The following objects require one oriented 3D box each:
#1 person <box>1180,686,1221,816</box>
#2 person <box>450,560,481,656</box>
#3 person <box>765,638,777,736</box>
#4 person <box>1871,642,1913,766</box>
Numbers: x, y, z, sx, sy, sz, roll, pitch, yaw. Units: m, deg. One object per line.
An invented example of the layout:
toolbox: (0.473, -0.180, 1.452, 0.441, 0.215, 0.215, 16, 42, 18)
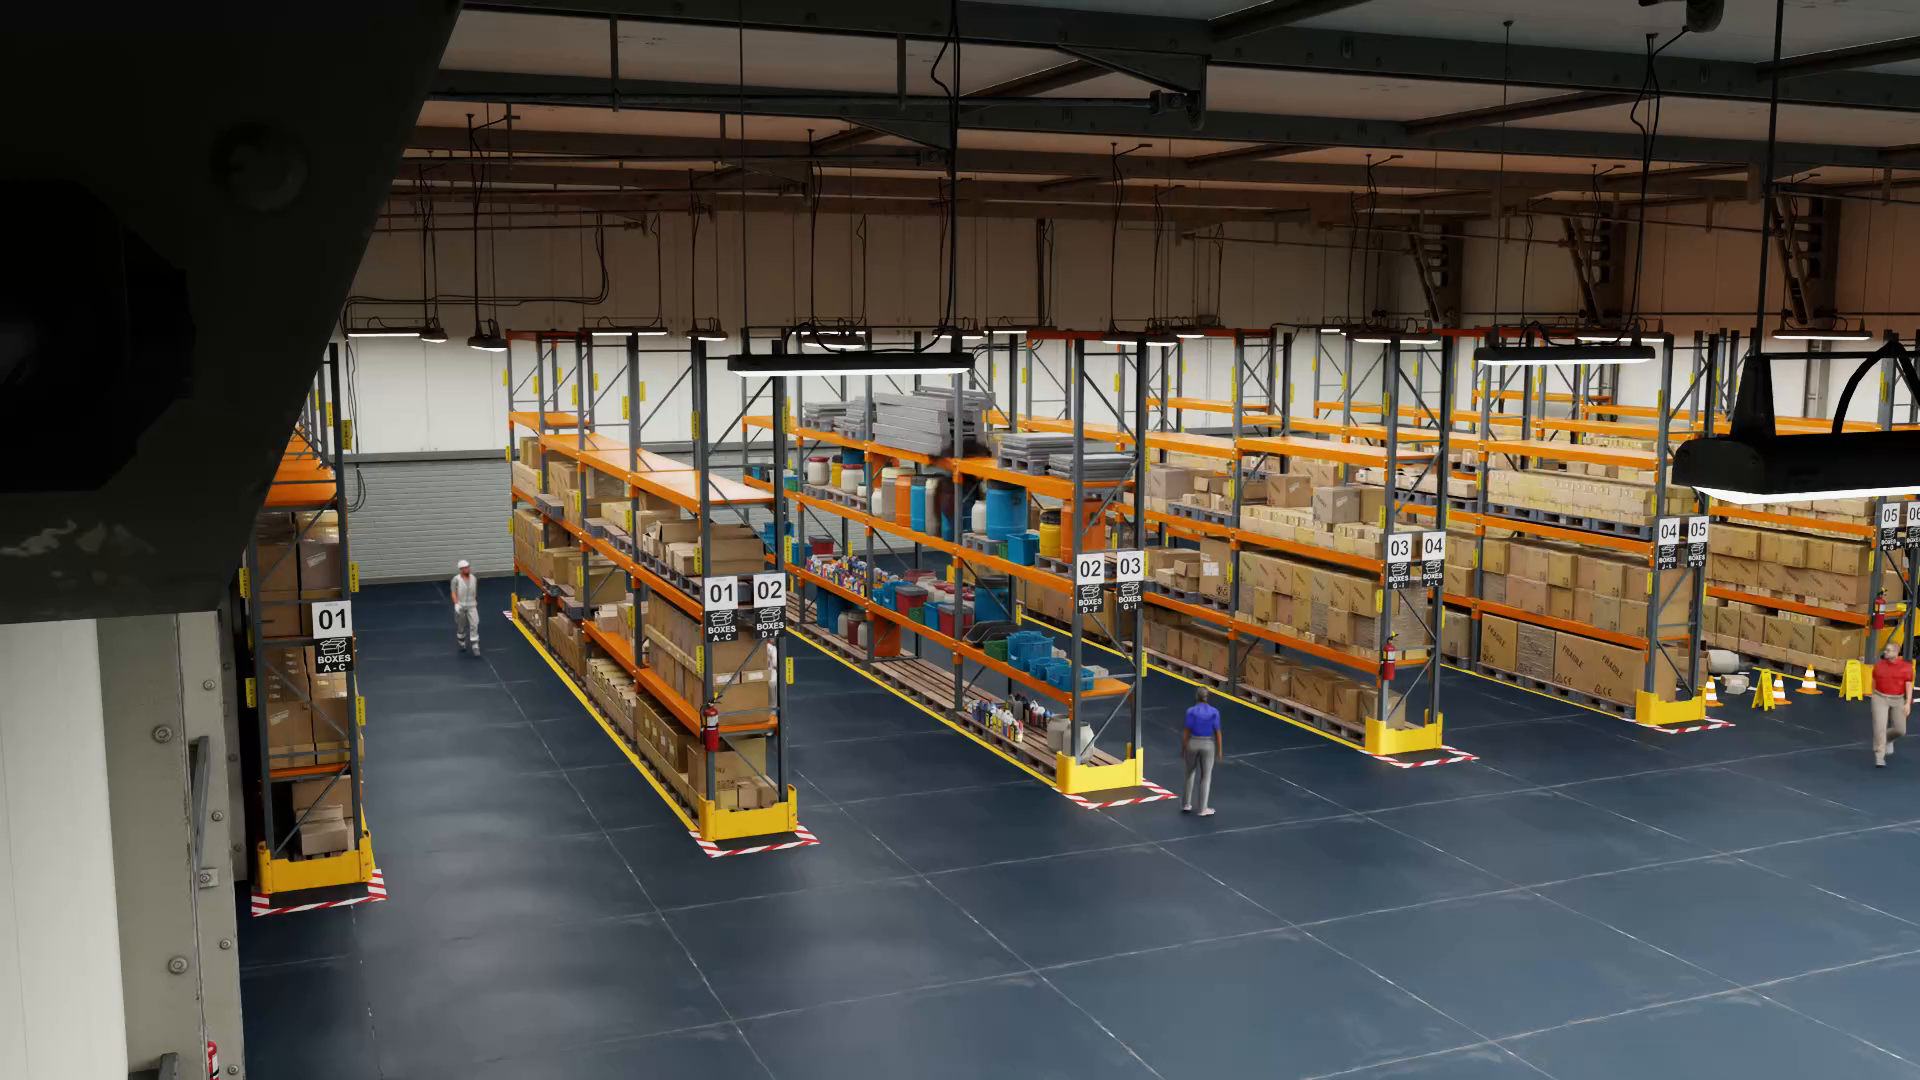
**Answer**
person: (3.064, 2.663, 21.134, 0.523, 1.677, 0.434, 3, 8, 21)
person: (-9.198, 1.244, 30.950, 0.512, 1.743, 0.975, -4, 9, -24)
person: (-2.886, 2.131, 24.780, 0.500, 1.655, 0.589, 3, 8, 21)
person: (13.122, 2.285, 23.480, 0.488, 1.714, 0.747, 2, 8, 14)
